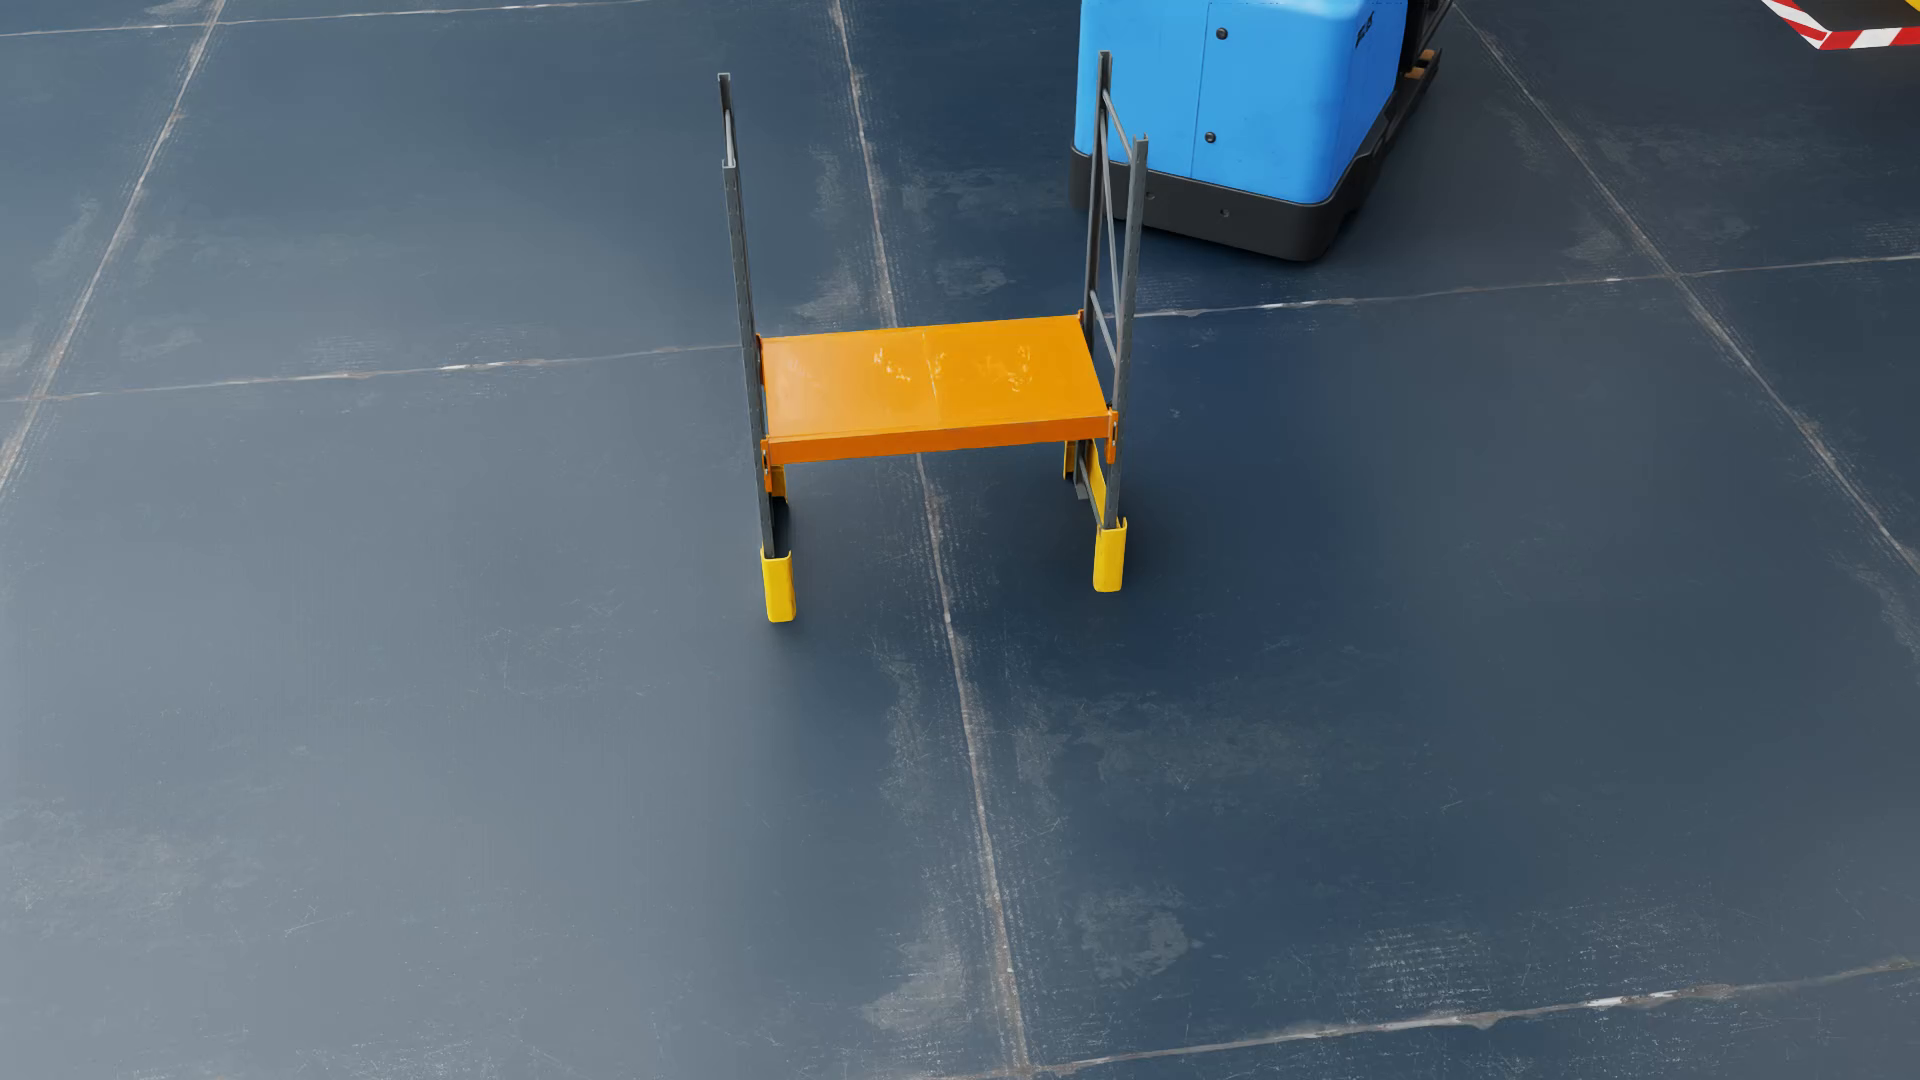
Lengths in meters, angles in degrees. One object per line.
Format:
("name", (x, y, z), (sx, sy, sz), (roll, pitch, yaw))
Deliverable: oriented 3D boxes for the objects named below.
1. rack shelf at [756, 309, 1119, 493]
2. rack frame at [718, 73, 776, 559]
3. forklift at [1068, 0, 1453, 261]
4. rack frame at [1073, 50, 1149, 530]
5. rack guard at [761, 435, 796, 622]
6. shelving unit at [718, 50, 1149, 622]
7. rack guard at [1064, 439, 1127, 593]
("rack shelf", (-0.085, -0.416, 4.860), (1.000, 0.185, 0.538), (-5, 42, -6))
("rack frame", (-0.589, -0.505, 4.691), (0.032, 1.500, 0.500), (-5, 42, -6))
("forklift", (1.519, -3.136, 6.538), (1.130, 2.935, 3.031), (18, 45, 19))
("rack frame", (0.419, -0.594, 4.788), (0.032, 1.500, 0.500), (-5, 42, -6))
("rack guard", (-0.569, -0.043, 5.111), (0.087, 0.250, 0.587), (-5, 42, -6))
("shelving unit", (-0.076, -0.550, 4.740), (1.083, 1.500, 0.587), (-5, 42, -6))
("rack guard", (0.418, -0.129, 5.207), (0.087, 0.250, 0.587), (-5, 42, -6))
